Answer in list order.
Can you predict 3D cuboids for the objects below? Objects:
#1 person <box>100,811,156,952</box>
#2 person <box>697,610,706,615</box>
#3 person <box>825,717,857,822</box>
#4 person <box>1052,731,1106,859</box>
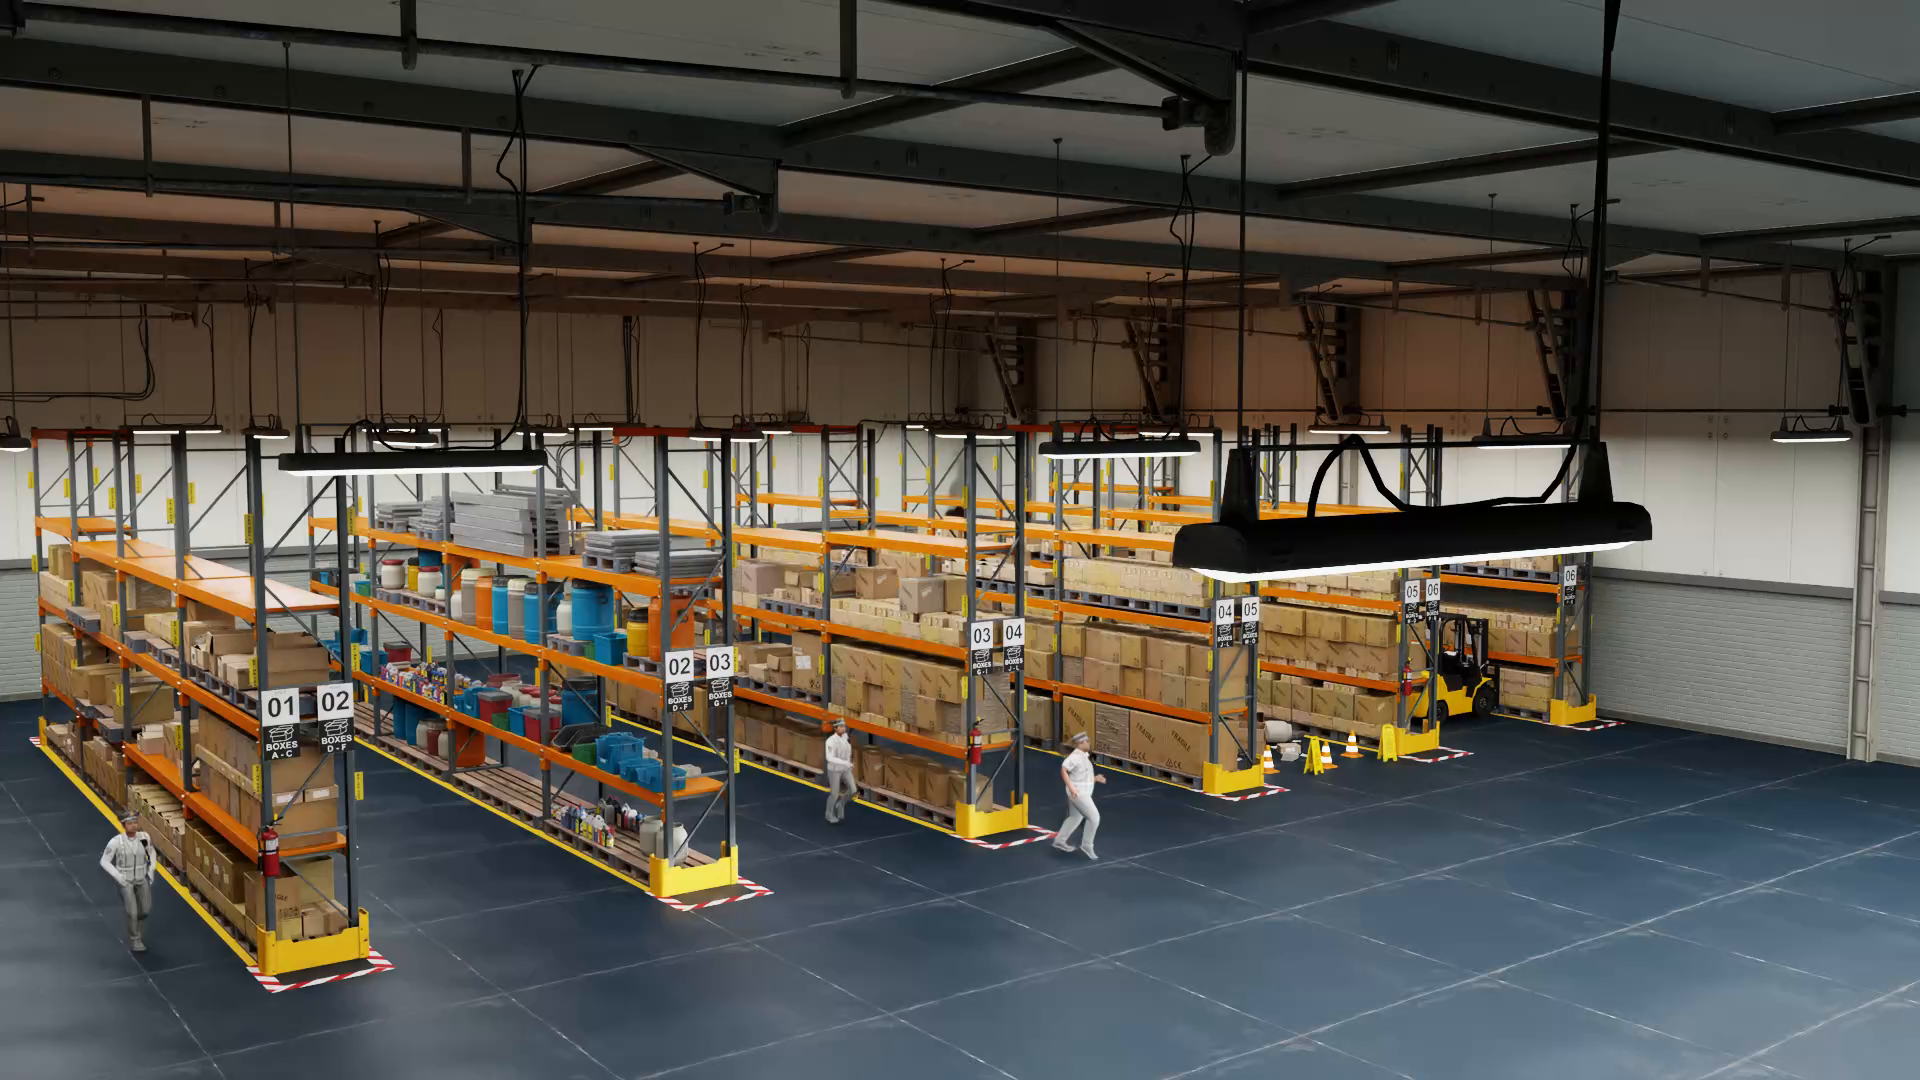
[{"bbox_3d":[-9.734,3.975,19.501,0.627,1.662,0.553,-4,6,-42],"label":"person"},{"bbox_3d":[-6.003,2.452,38.967,0.569,1.661,0.541,-2,5,-28],"label":"person"},{"bbox_3d":[-1.806,3.503,25.355,0.584,1.648,0.676,-4,6,-43],"label":"person"},{"bbox_3d":[1.685,3.618,23.542,0.767,1.843,0.662,1,5,7],"label":"person"}]
